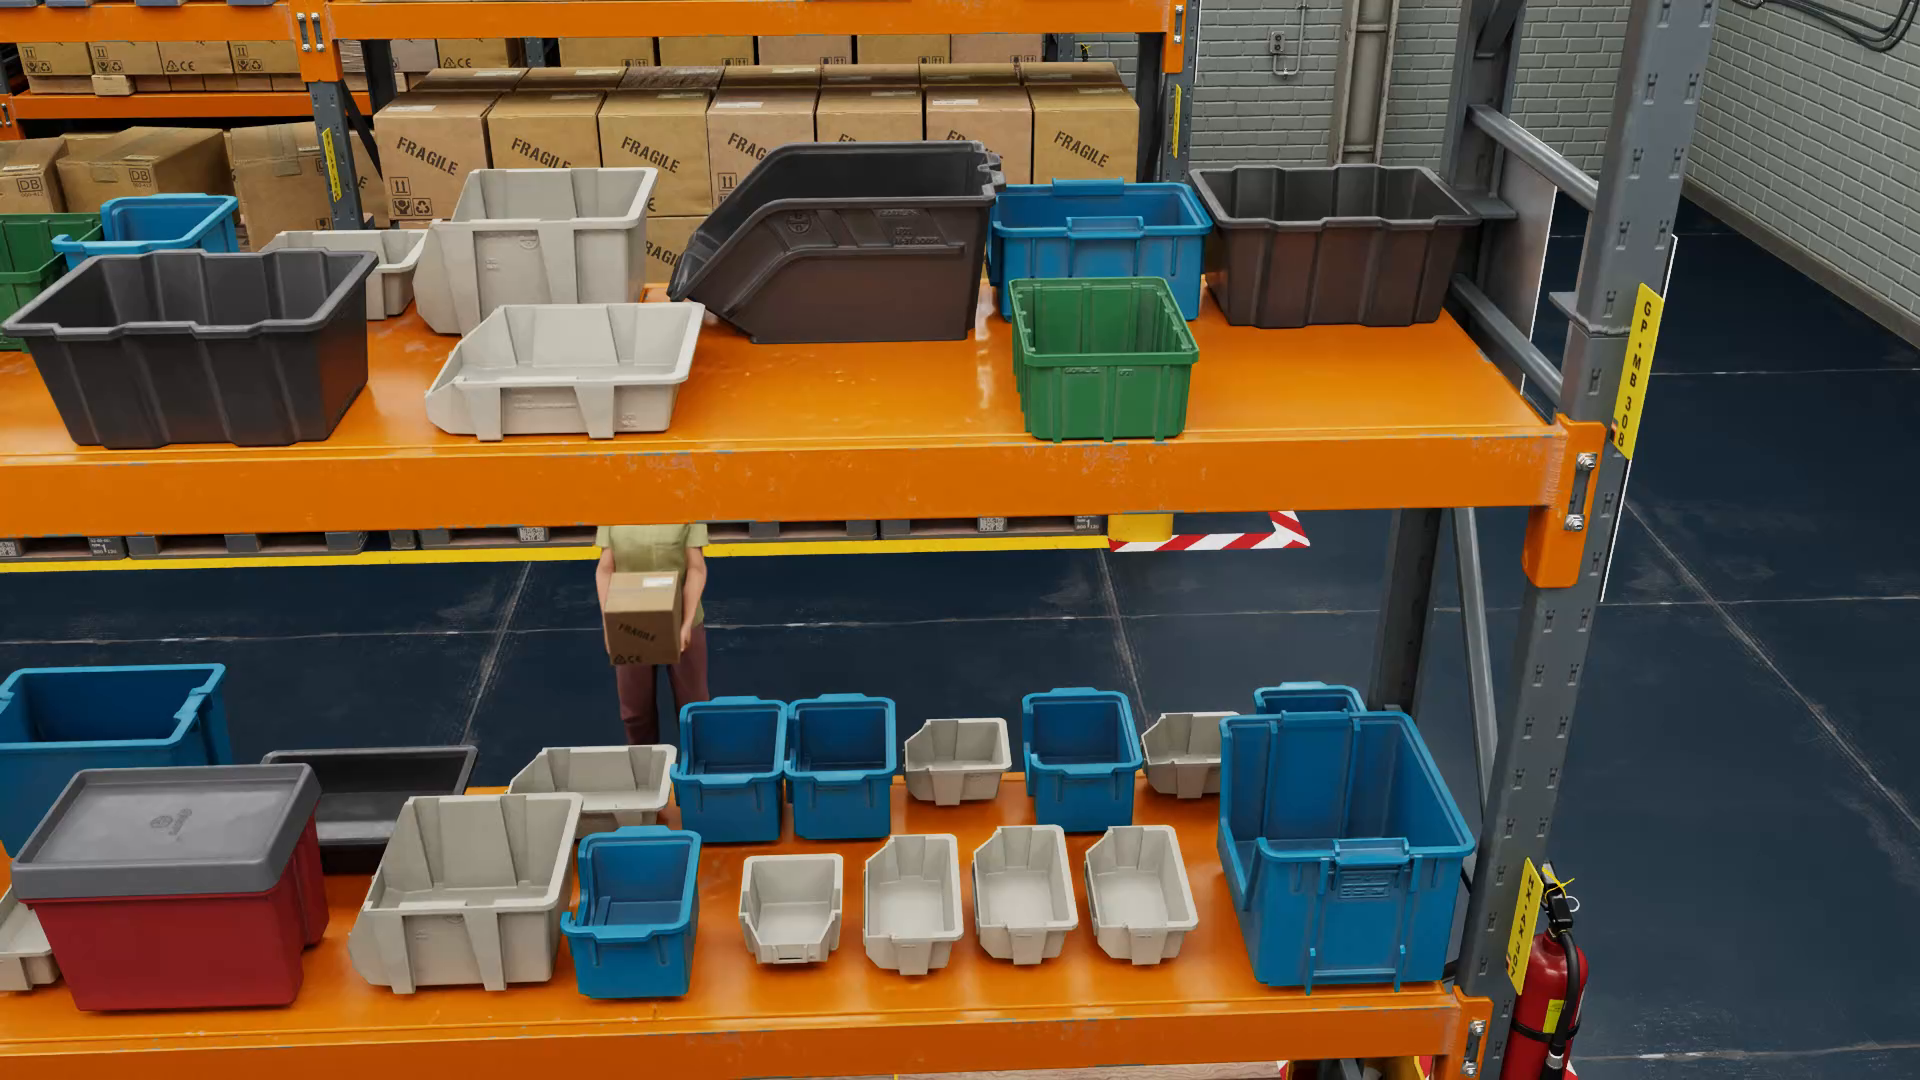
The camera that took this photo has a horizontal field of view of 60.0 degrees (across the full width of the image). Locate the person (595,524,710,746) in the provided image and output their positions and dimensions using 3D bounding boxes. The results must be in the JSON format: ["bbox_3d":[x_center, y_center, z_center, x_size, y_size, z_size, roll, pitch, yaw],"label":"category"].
[{"bbox_3d":[-1.168,0.363,6.441,0.428,1.662,0.552,-1,28,-2],"label":"person"}]
